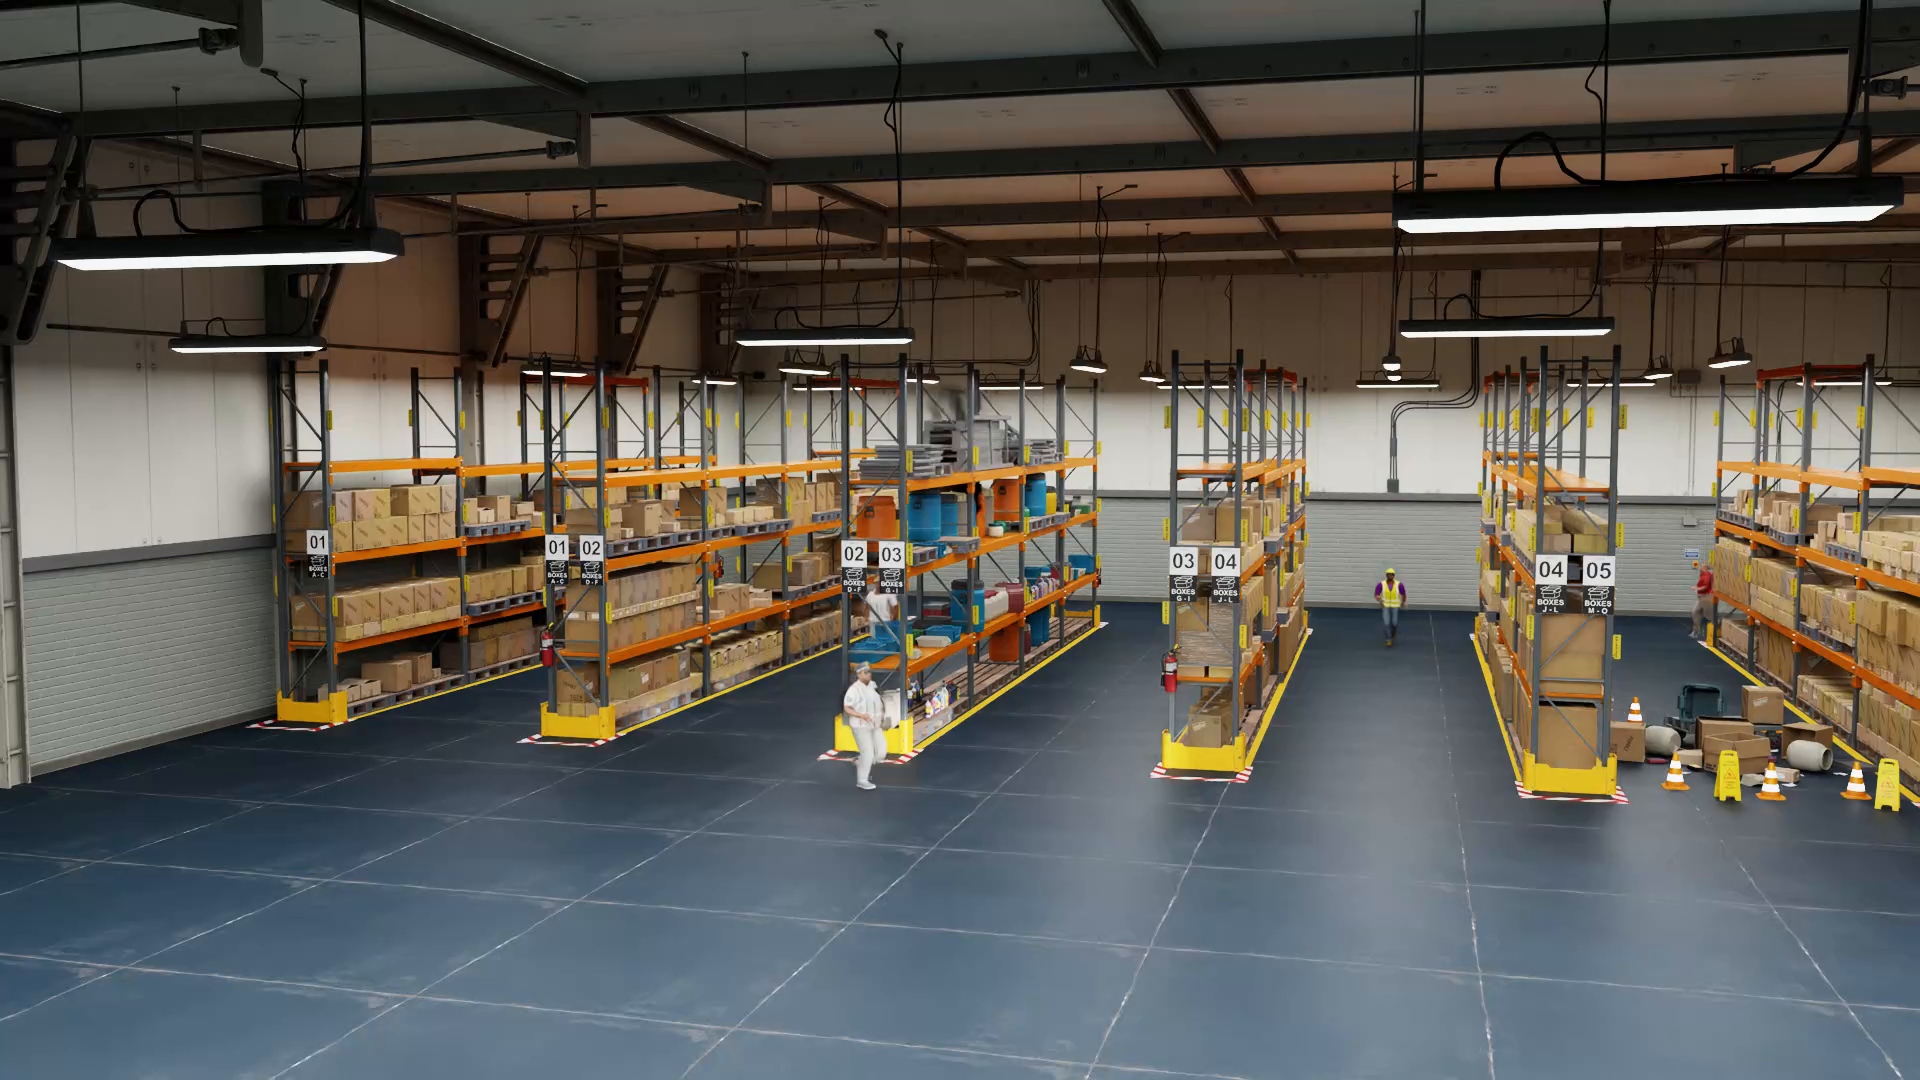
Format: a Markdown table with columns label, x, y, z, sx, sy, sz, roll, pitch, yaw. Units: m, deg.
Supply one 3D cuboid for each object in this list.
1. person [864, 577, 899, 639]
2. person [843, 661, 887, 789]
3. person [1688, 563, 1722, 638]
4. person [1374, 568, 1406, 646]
| label | x | y | z | sx | sy | sz | roll | pitch | yaw |
| --- | --- | --- | --- | --- | --- | --- | --- | --- | --- |
| person | -1.537 | 1.559 | 31.939 | 0.702 | 1.738 | 0.598 | 1 | 4 | 15 |
| person | -1.267 | 2.510 | 22.599 | 0.620 | 1.728 | 0.658 | 4 | 6 | 44 |
| person | 17.066 | 1.414 | 37.975 | 0.779 | 1.778 | 0.655 | 2 | 4 | 23 |
| person | 9.566 | 1.489 | 36.995 | 0.703 | 1.723 | 0.587 | 1 | 4 | 12 |
